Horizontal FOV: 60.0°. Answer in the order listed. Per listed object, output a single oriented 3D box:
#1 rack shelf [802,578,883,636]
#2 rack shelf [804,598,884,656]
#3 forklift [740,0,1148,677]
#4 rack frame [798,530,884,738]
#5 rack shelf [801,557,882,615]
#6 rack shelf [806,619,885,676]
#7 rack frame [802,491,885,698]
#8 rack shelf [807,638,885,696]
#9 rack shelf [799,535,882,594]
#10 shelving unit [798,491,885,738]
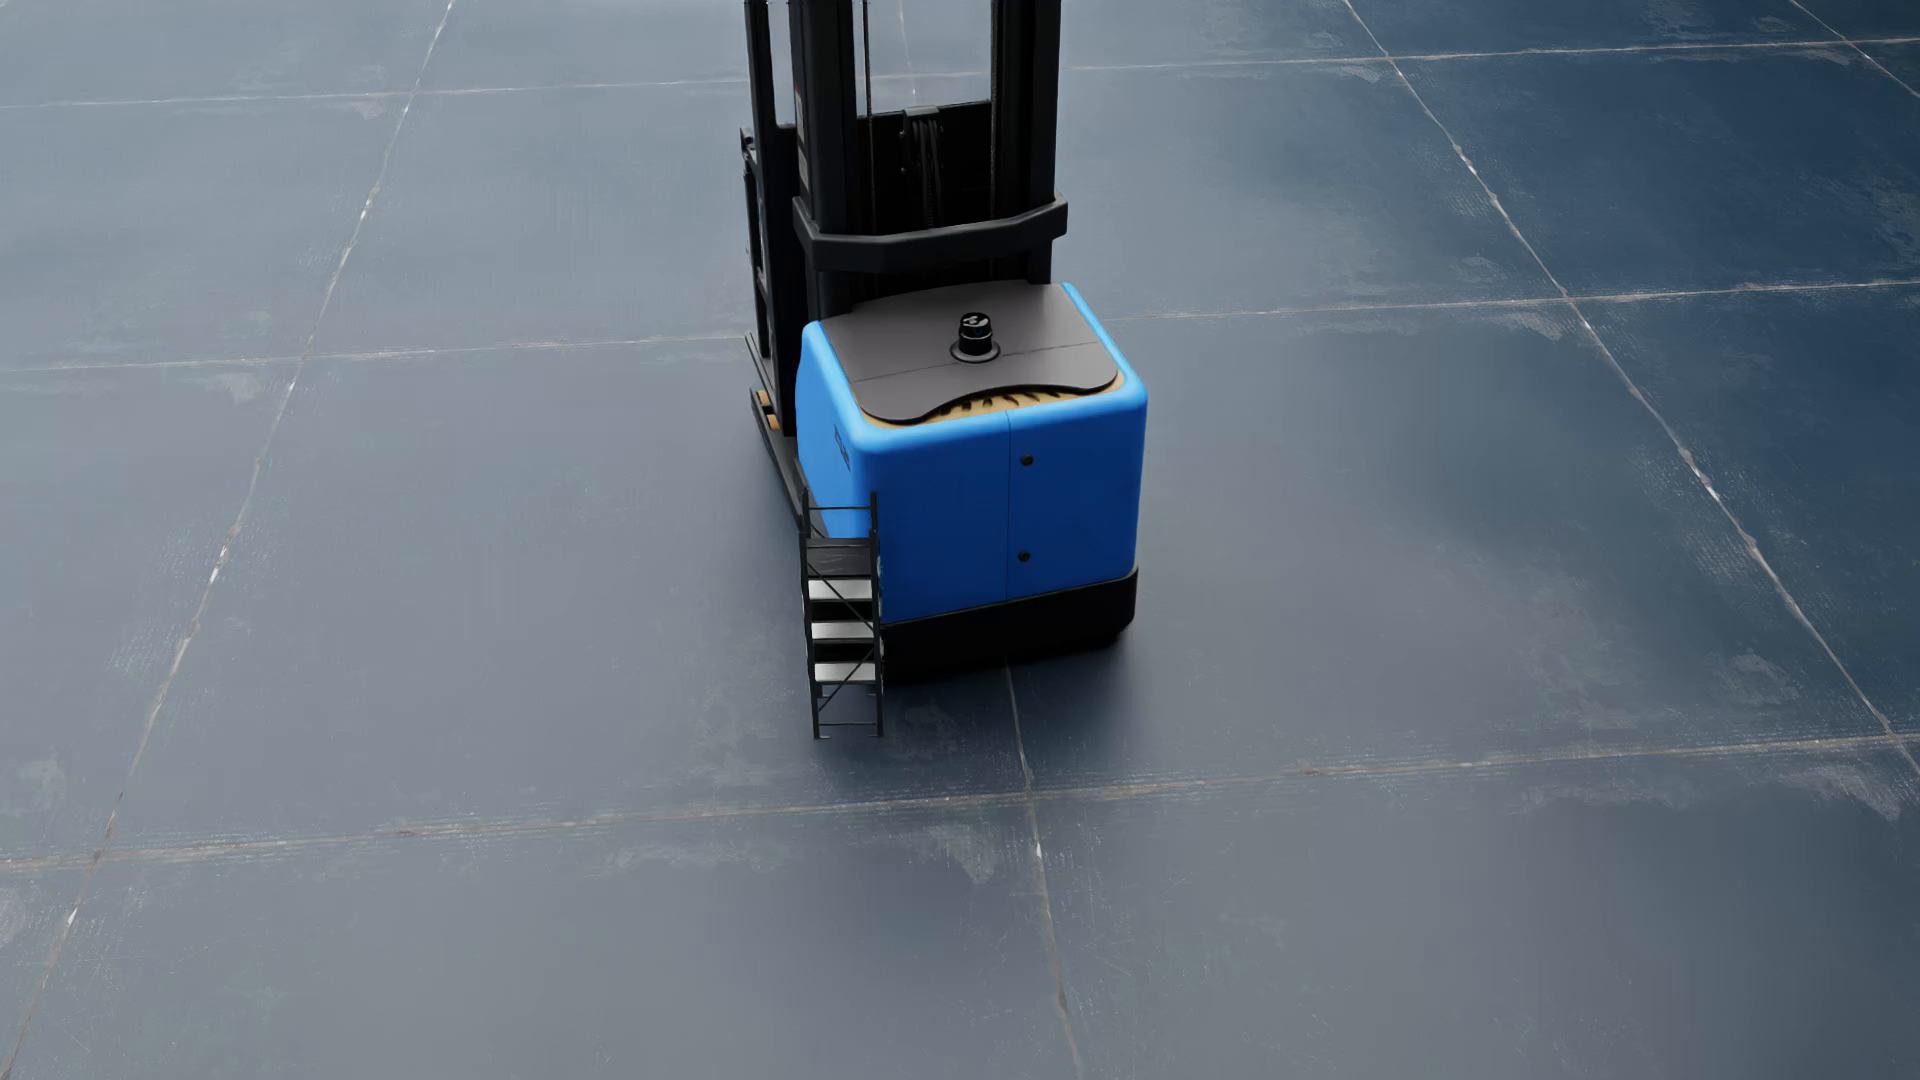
[{"bbox_3d":[-0.385,0.219,5.499,0.258,0.077,0.200,-1,38,-1],"label":"rack shelf"},{"bbox_3d":[-0.385,0.290,5.554,0.258,0.077,0.200,-1,38,-1],"label":"rack shelf"},{"bbox_3d":[-0.272,-1.585,6.238,1.130,2.935,3.031,-11,40,-13],"label":"forklift"},{"bbox_3d":[-0.383,0.327,5.454,0.240,0.900,0.006,-1,38,-1],"label":"rack frame"},{"bbox_3d":[-0.385,0.149,5.443,0.258,0.077,0.200,-1,38,-1],"label":"rack shelf"},{"bbox_3d":[-0.385,0.361,5.610,0.258,0.077,0.200,-1,38,-1],"label":"rack shelf"},{"bbox_3d":[-0.387,0.201,5.613,0.240,0.900,0.006,-1,38,-1],"label":"rack frame"},{"bbox_3d":[-0.385,0.431,5.666,0.258,0.077,0.200,-1,38,-1],"label":"rack shelf"},{"bbox_3d":[-0.385,0.078,5.387,0.258,0.077,0.200,-1,38,-1],"label":"rack shelf"},{"bbox_3d":[-0.385,0.264,5.534,0.258,0.900,0.210,-1,38,-1],"label":"shelving unit"}]
